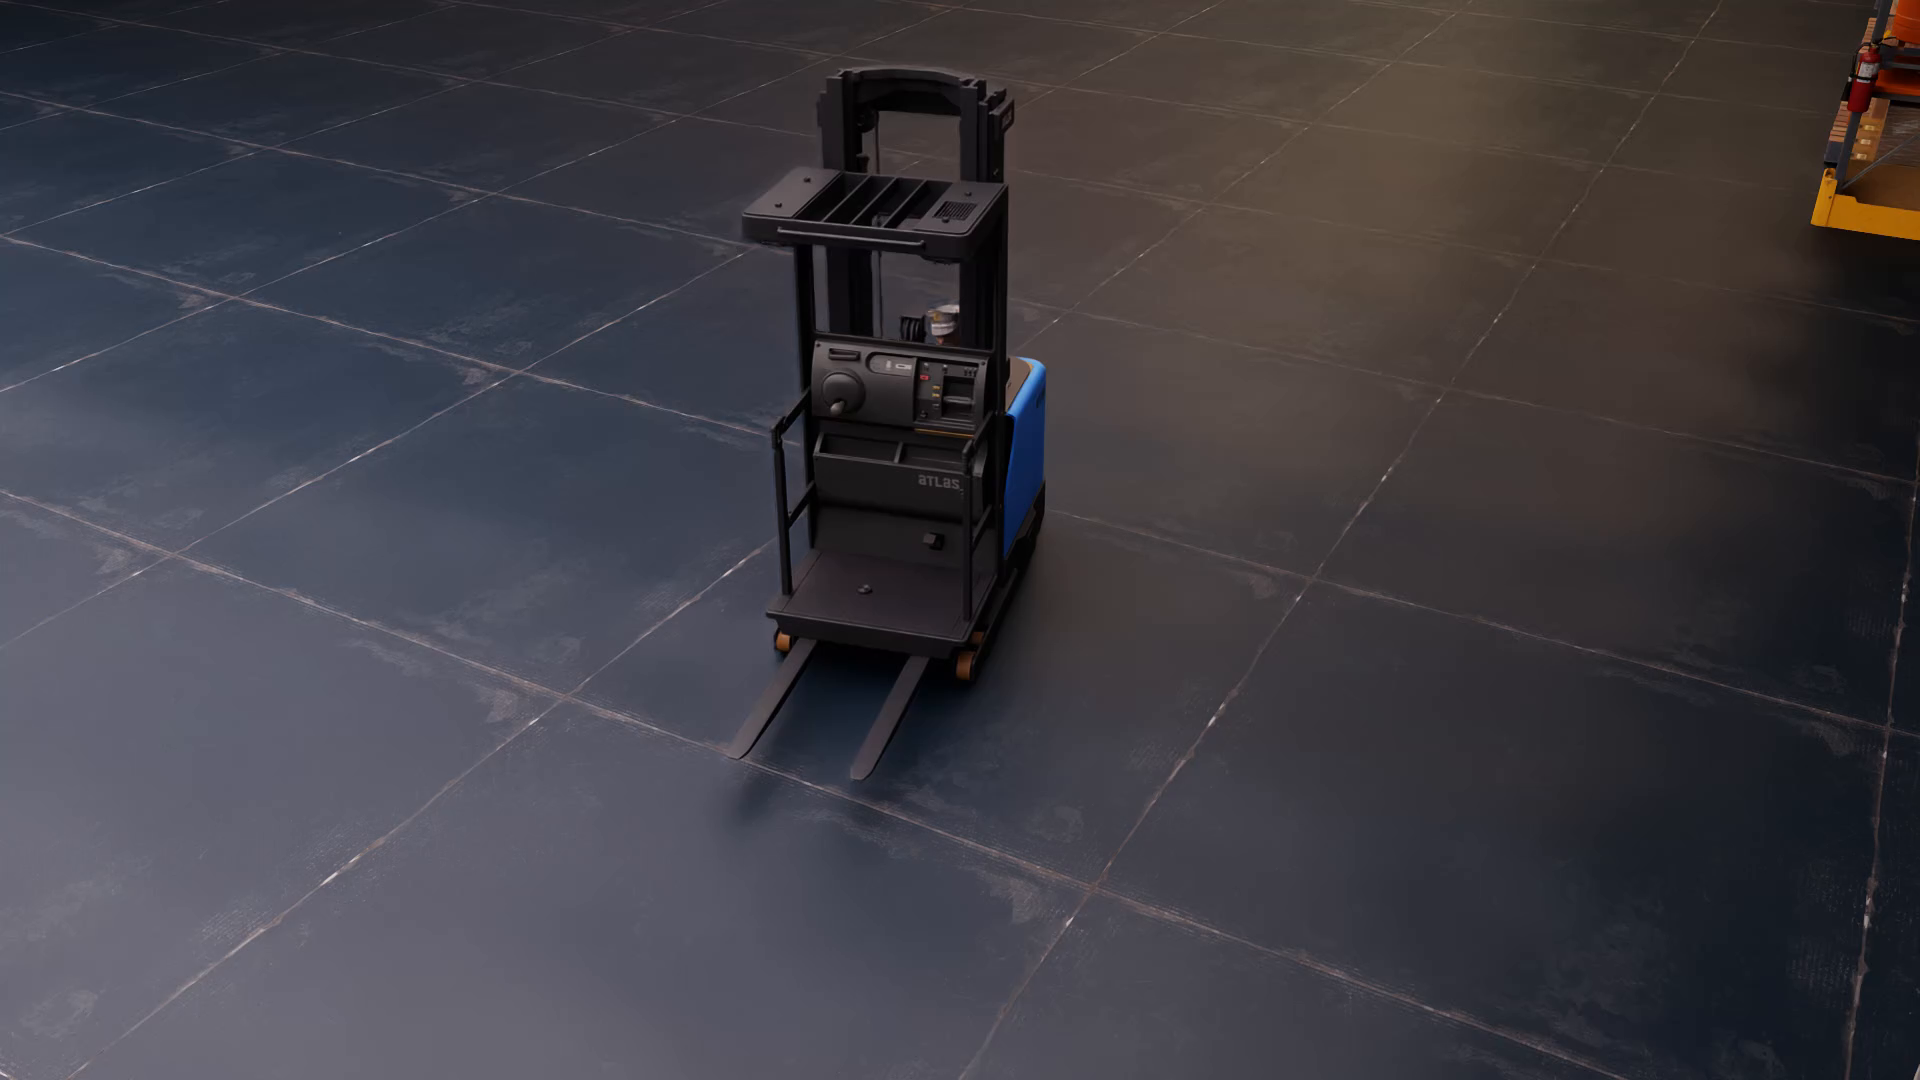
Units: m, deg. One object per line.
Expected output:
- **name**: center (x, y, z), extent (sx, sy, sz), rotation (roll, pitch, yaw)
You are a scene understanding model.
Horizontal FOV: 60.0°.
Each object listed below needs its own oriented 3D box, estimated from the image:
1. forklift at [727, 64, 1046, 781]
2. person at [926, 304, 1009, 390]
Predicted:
- **forklift**: center (-0.369, -0.745, 8.361), extent (1.130, 2.935, 3.031), rotation (8, 31, 13)
- **person**: center (-0.063, -0.595, 9.452), extent (0.775, 1.508, 0.521), rotation (13, 32, 21)
